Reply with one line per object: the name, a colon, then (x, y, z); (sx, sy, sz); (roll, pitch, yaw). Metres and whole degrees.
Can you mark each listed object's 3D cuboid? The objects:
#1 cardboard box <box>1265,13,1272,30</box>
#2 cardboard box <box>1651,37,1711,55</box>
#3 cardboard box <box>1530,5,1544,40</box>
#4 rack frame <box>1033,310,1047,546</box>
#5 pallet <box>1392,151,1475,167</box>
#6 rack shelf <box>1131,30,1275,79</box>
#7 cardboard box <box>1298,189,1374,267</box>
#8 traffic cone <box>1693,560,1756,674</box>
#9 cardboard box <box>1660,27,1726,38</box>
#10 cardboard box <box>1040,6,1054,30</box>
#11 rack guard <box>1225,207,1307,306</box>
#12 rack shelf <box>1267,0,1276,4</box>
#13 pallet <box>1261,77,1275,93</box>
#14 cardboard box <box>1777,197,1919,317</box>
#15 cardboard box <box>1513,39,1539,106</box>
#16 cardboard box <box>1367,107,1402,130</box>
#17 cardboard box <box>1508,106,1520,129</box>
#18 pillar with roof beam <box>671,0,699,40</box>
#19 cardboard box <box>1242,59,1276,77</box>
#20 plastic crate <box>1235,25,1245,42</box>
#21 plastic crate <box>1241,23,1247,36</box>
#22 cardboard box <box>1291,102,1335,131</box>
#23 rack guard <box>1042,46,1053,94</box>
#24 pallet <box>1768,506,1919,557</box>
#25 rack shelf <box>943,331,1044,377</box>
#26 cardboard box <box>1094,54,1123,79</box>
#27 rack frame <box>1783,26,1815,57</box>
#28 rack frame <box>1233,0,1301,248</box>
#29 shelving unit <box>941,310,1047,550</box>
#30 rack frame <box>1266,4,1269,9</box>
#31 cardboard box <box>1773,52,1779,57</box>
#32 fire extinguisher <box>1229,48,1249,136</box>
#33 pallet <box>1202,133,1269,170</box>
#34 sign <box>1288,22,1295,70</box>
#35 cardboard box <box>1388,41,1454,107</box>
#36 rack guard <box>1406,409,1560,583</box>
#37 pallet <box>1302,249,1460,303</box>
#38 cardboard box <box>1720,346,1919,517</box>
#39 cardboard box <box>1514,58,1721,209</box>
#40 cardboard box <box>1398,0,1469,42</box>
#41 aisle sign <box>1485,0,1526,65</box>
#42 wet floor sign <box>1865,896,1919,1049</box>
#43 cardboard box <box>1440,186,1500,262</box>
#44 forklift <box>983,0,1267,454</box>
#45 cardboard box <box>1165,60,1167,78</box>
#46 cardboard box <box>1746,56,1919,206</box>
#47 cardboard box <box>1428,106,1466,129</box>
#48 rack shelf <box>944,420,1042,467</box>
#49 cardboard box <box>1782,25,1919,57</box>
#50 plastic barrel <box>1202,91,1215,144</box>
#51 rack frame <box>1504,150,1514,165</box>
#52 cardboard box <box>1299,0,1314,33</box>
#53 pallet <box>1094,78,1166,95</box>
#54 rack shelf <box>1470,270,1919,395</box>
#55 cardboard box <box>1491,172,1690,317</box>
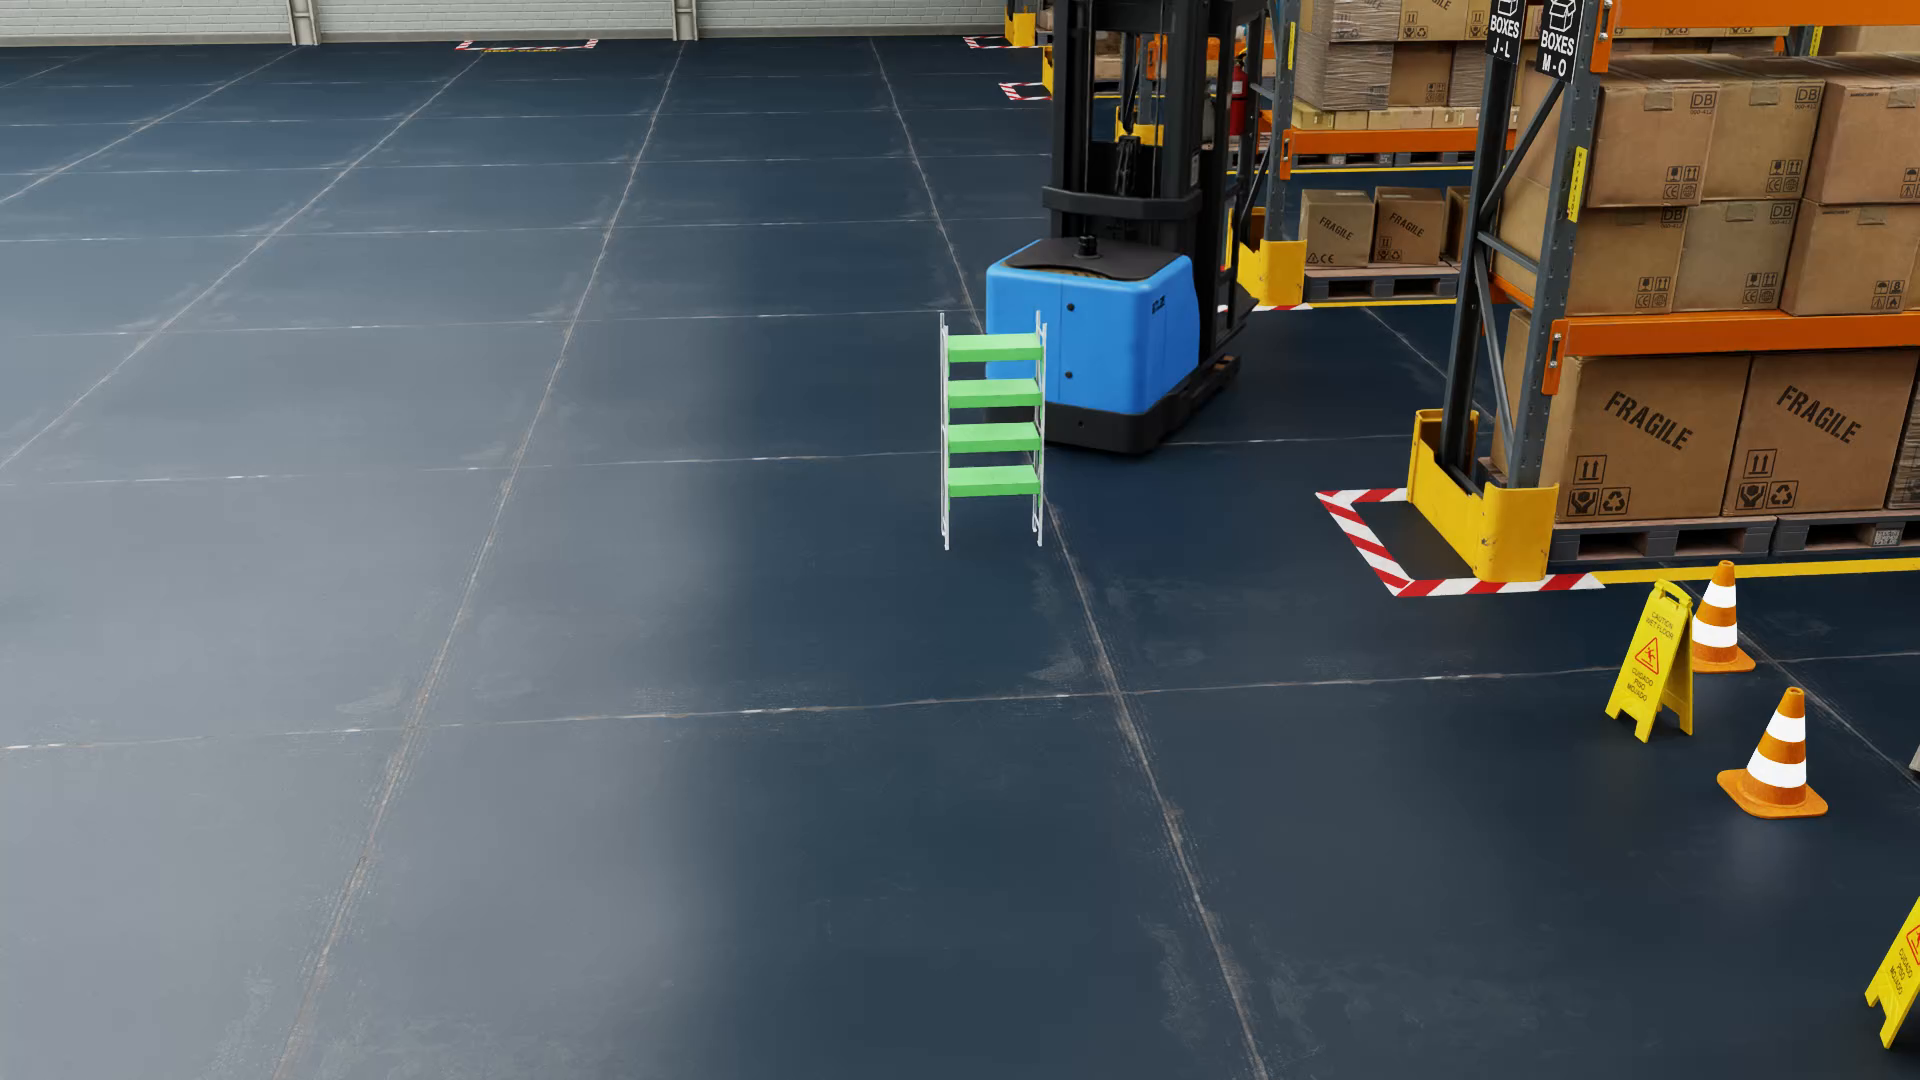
cardboard box: (3.923, -6.705, 22.087); (0.500, 0.500, 0.500); (-2, 24, -5)
cardboard box: (5.374, -3.749, 13.003); (0.500, 0.500, 0.875); (-2, 24, -5)
cardboard box: (4.415, -4.017, 12.374); (0.500, 0.500, 0.500); (-2, 24, -5)
rack frame: (0.408, -0.565, 8.543); (0.015, 1.200, 0.240); (-2, 24, -5)
pallet: (5.169, -4.284, 18.129); (1.213, 0.211, 1.003); (-2, 24, -5)
rack shelf: (3.851, -5.160, 17.551); (4.000, 0.370, 1.077); (-2, 24, -5)
cardboard box: (2.971, -2.475, 13.185); (0.500, 0.500, 0.500); (2, 24, 5)
traffic cone: (3.403, 0.314, 7.474); (0.334, 0.463, 0.336); (-2, 24, -5)
cardboard box: (5.410, -4.055, 12.460); (0.500, 0.500, 0.500); (-2, 24, -5)
cardboard box: (1.585, -8.377, 26.672); (0.500, 0.311, 0.500); (-5, 24, -11)
rack guard: (2.424, -2.268, 13.236); (0.348, 0.500, 1.175); (-2, 24, -5)
rack shelf: (3.368, -7.162, 22.056); (4.000, 0.370, 1.077); (-2, 24, -5)
pallet: (4.563, -6.282, 22.623); (1.213, 0.211, 1.003); (-2, 24, -5)
cardboard box: (4.214, -1.502, 8.251); (0.550, 0.550, 0.875); (-2, 24, -5)
cardboard box: (4.384, -3.685, 12.859); (0.500, 0.500, 0.875); (-2, 24, -5)
cardboard box: (3.156, -3.213, 12.595); (0.250, 0.149, 0.380); (-2, 24, -5)
cardboard box: (4.157, -3.228, 12.628); (0.250, 0.149, 0.380); (-2, 24, -5)
pillar with roof beam: (-4.049, -10.552, 21.412); (0.400, 9.000, 9.100); (-2, 24, -5)
cardboard box: (3.924, -6.357, 22.228); (0.500, 0.250, 0.500); (-2, 24, -5)
plastic crate: (2.783, -5.194, 17.067); (0.250, 0.136, 0.298); (-2, 24, -5)
plastic crate: (2.977, -5.505, 17.626); (0.408, 0.251, 0.499); (-2, 24, -5)
cardboard box: (2.655, -3.207, 12.581); (0.250, 0.149, 0.380); (-2, 24, -5)
rack guard: (1.354, -6.268, 22.236); (0.348, 0.500, 1.175); (-2, 24, -5)
pallet: (4.734, -0.235, 9.018); (1.213, 0.211, 1.003); (-2, 24, -5)
rack shelf: (0.165, -0.935, 8.352); (0.480, 0.148, 0.258); (-2, 24, -5)
cardboard box: (1.933, -6.278, 22.049); (0.500, 0.250, 0.500); (-2, 24, -5)
rack frame: (6.329, -3.566, 13.081); (0.127, 3.000, 1.000); (-2, 24, -5)
rack frame: (2.348, -3.407, 12.721); (0.127, 3.000, 1.000); (-2, 24, -5)
shelving unit: (0.165, -0.555, 8.521); (0.503, 1.200, 0.258); (-2, 24, -5)
rack frame: (4.868, -9.573, 26.594); (0.127, 3.000, 1.000); (-2, 24, -5)
cardboard box: (10.840, -6.733, 22.741); (0.500, 0.500, 0.500); (-3, 24, -6)
fire extinguisher: (2.189, -3.553, 13.146); (0.183, 0.674, 0.296); (-2, 24, -5)
pallet: (2.741, -4.187, 17.910); (1.213, 0.211, 1.003); (-2, 24, -5)
sign: (2.401, -3.583, 12.052); (0.005, 0.325, 0.100); (-2, 24, -5)
cardboard box: (3.384, -3.668, 12.819); (0.500, 0.500, 0.875); (-2, 24, -5)
rack guard: (2.711, -0.255, 8.707); (0.348, 0.500, 1.175); (-2, 24, -5)
pallet: (3.235, -2.154, 13.335); (1.213, 0.211, 1.003); (-2, 24, -5)
cardboard box: (4.279, -0.709, 8.750); (0.875, 0.875, 0.875); (-3, 24, -6)
cardboard box: (3.108, -1.959, 7.950); (0.550, 0.550, 0.875); (-2, 24, -5)
cardboard box: (3.420, -3.974, 12.278); (0.500, 0.500, 0.500); (-2, 24, -5)
aisle sign: (2.635, -2.704, 7.940); (0.004, 0.787, 0.394); (-2, 24, -5)
wet floor sign: (3.028, 1.250, 5.144); (0.232, 0.644, 0.267); (6, 25, 13)
cardboard box: (4.187, -2.530, 13.309); (0.500, 0.500, 0.500); (0, 24, 0)
forklift: (1.233, -2.408, 10.559); (1.130, 2.935, 3.031); (11, 26, 23)
cardboard box: (2.928, -6.319, 22.142); (0.500, 0.250, 0.500); (-2, 24, -5)
cardboard box: (4.217, -1.986, 8.010); (0.550, 0.550, 0.875); (-2, 24, -5)
cardboard box: (3.652, -3.239, 12.652); (0.250, 0.149, 0.380); (-2, 24, -5)
rack shelf: (0.165, -0.496, 8.547); (0.480, 0.148, 0.258); (-2, 24, -5)
cardboard box: (7.133, -4.008, 12.818); (1.000, 1.000, 1.000); (-2, 24, -5)
plastic barrel: (2.509, -4.521, 17.774); (0.421, 0.512, 0.421); (0, 24, 0)
rack frame: (5.842, -5.568, 17.585); (0.127, 3.000, 1.000); (-2, 24, -5)
cardboard box: (2.871, -4.167, 12.712); (0.500, 0.500, 0.500); (-2, 24, -5)
pallet: (2.135, -6.184, 22.403); (1.213, 0.211, 1.003); (-2, 24, -5)
rack shelf: (4.725, -1.149, 8.528); (4.000, 0.370, 1.077); (-2, 24, -5)
cardboard box: (3.100, -1.500, 8.246); (0.550, 0.550, 0.875); (-2, 24, -5)
